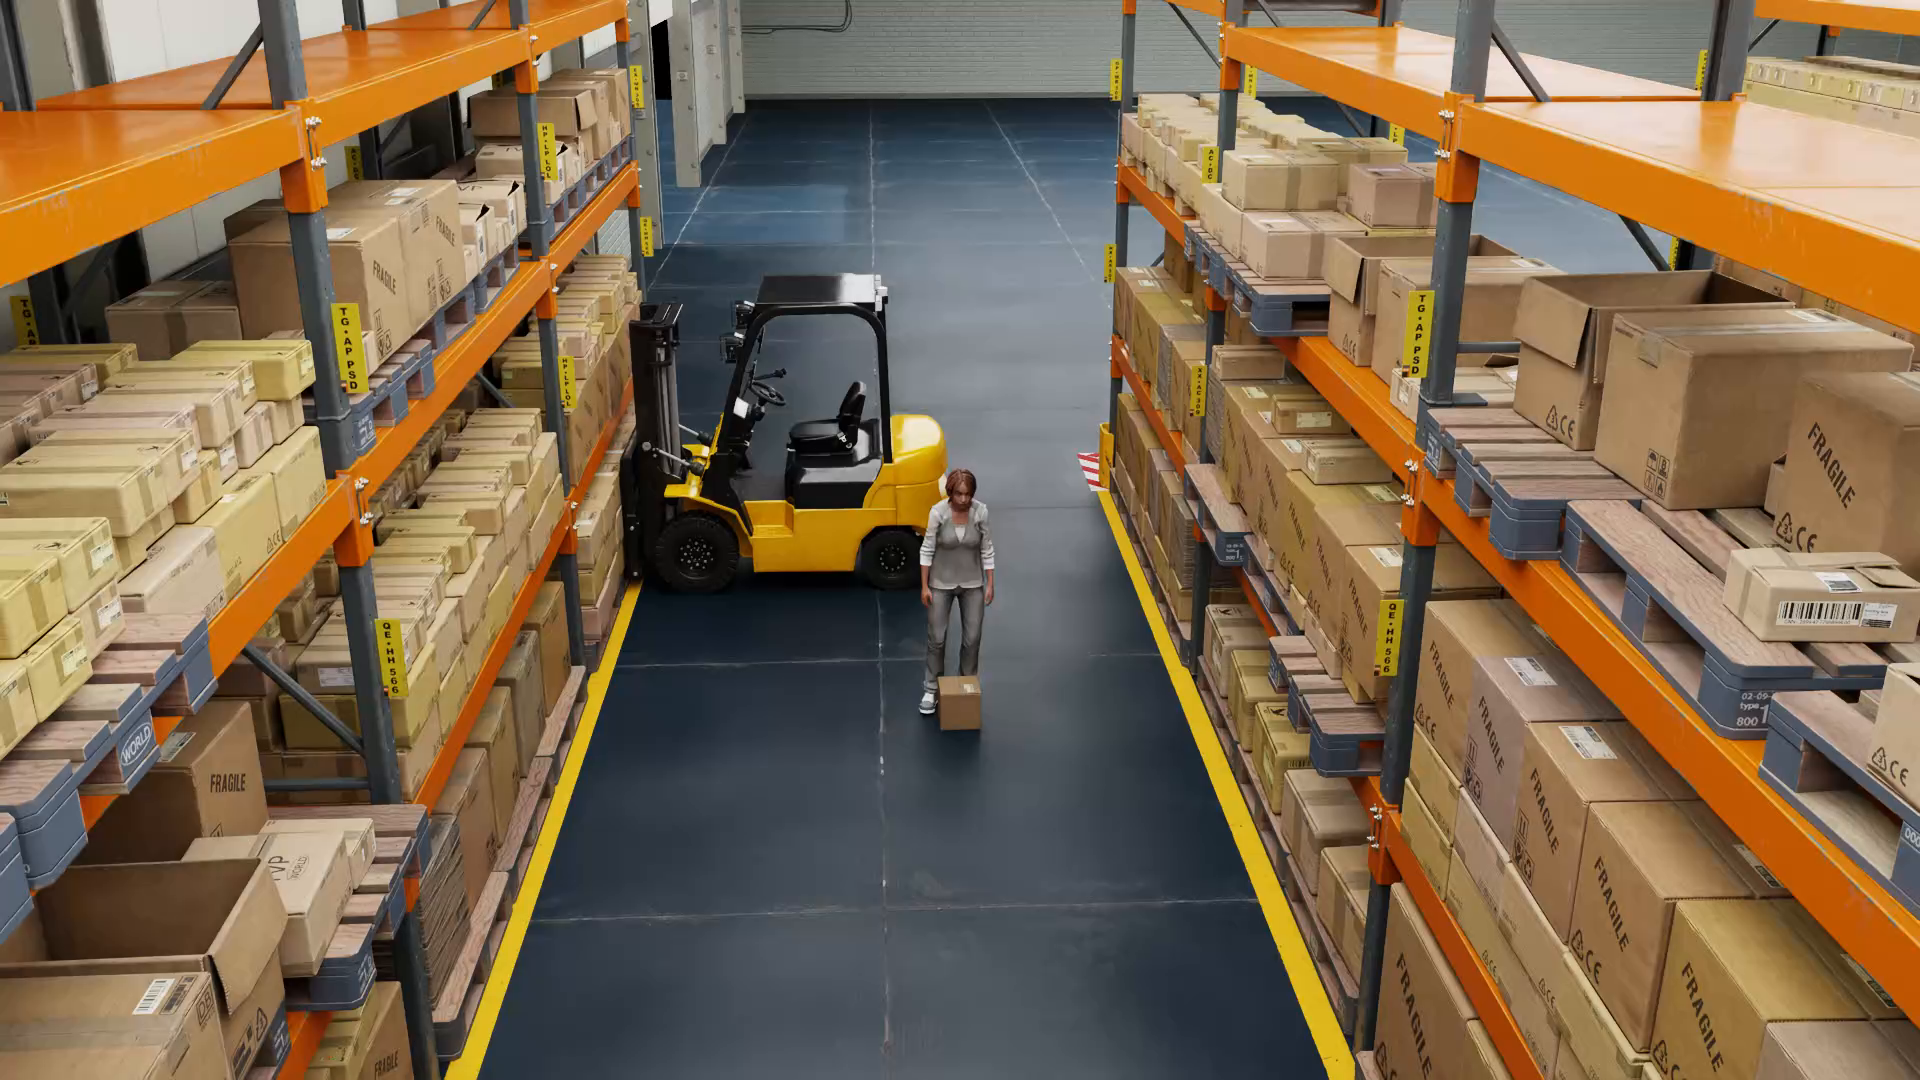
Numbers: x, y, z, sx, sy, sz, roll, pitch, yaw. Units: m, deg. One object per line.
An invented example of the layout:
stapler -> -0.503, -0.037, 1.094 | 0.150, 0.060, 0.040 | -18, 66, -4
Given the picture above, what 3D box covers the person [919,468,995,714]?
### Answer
person -> -0.021, 0.305, 10.287 | 0.485, 1.593, 0.374 | -2, 21, -6
